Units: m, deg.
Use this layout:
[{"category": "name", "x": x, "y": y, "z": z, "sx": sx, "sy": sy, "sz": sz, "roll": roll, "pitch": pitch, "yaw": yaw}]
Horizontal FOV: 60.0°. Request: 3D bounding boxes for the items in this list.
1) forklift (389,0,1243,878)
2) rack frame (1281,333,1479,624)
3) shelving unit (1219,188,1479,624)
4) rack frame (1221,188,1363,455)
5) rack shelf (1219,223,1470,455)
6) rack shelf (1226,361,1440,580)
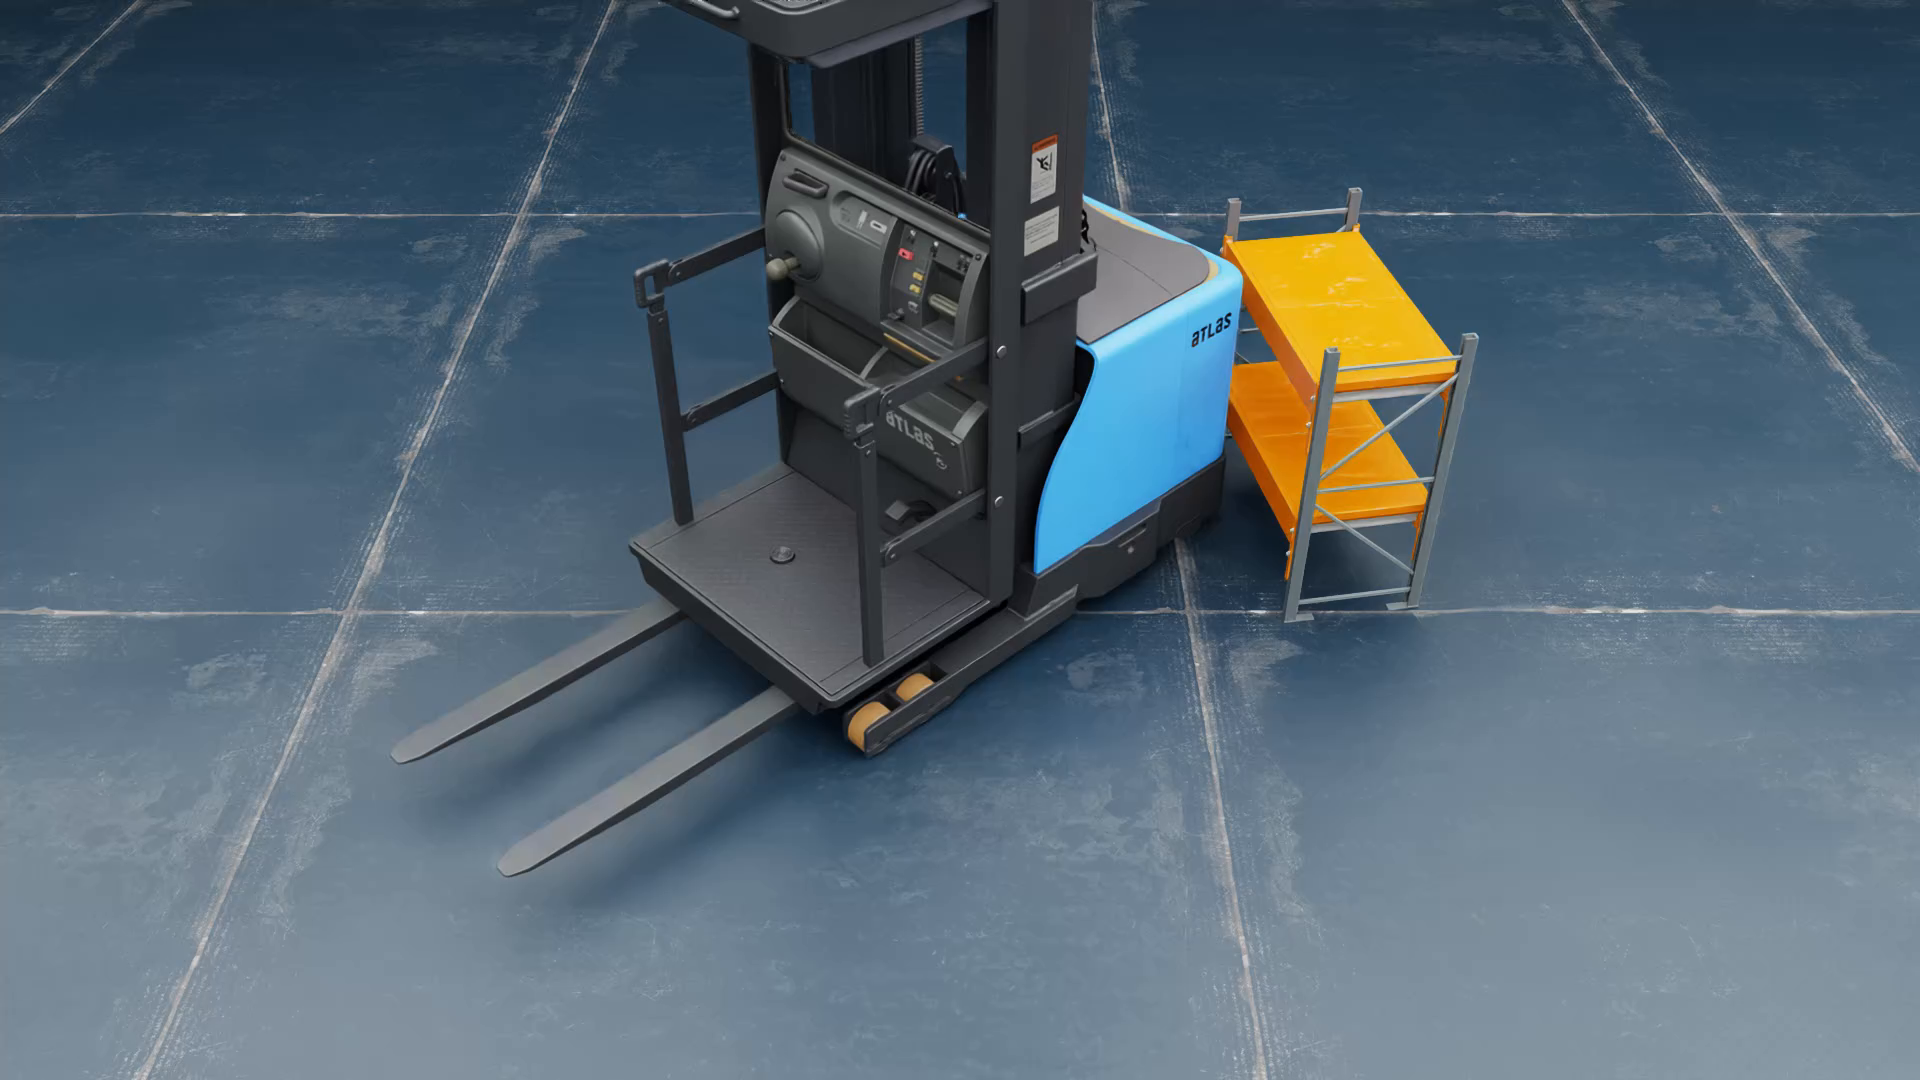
[{"category": "forklift", "x": -0.422, "y": -0.821, "z": 4.930, "sx": 3.031, "sy": 2.935, "sz": 1.130, "roll": -31, "pitch": 48, "yaw": -33}, {"category": "rack frame", "x": 1.390, "y": -0.181, "z": 5.576, "sx": 0.500, "sy": 1.125, "sz": 0.032, "roll": -6, "pitch": 39, "yaw": -8}, {"category": "shelving unit", "x": 1.300, "y": -0.494, "z": 5.966, "sx": 0.538, "sy": 1.125, "sz": 1.048, "roll": -6, "pitch": 39, "yaw": -8}, {"category": "rack frame", "x": 1.211, "y": -0.807, "z": 6.357, "sx": 0.500, "sy": 1.125, "sz": 0.032, "roll": -6, "pitch": 39, "yaw": -8}, {"category": "rack shelf", "x": 1.300, "y": -0.722, "z": 5.783, "sx": 0.538, "sy": 0.278, "sz": 1.000, "roll": -6, "pitch": 39, "yaw": -8}, {"category": "rack shelf", "x": 1.300, "y": -0.303, "z": 6.119, "sx": 0.538, "sy": 0.278, "sz": 1.000, "roll": -6, "pitch": 39, "yaw": -8}]
